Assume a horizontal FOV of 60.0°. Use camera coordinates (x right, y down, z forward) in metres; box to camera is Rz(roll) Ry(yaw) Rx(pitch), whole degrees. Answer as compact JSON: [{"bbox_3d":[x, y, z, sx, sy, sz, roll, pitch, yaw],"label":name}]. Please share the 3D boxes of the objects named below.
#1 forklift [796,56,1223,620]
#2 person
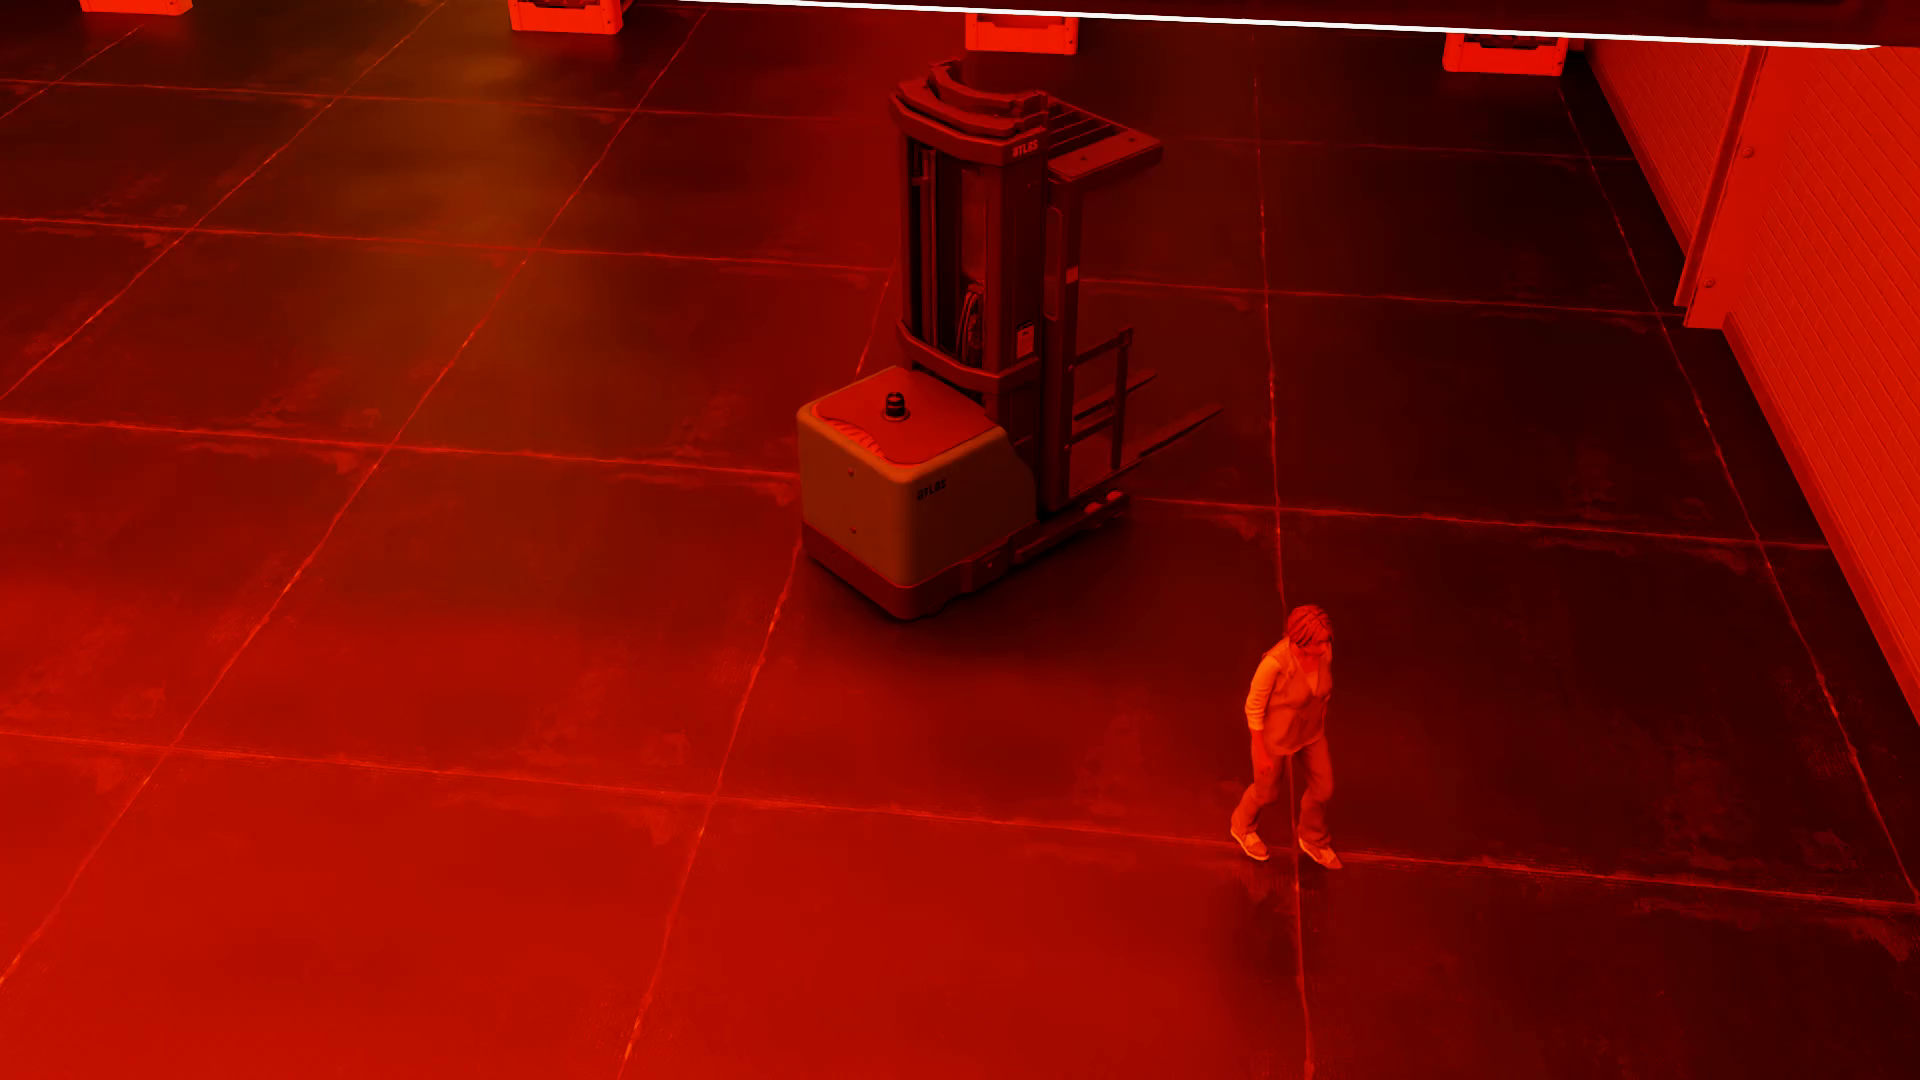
[{"bbox_3d":[0.455,-1.460,10.011,3.031,2.935,1.130,-28,45,-33],"label":"forklift"},{"bbox_3d":[1.581,0.957,7.909,0.518,1.623,0.513,-18,40,-22],"label":"person"}]
